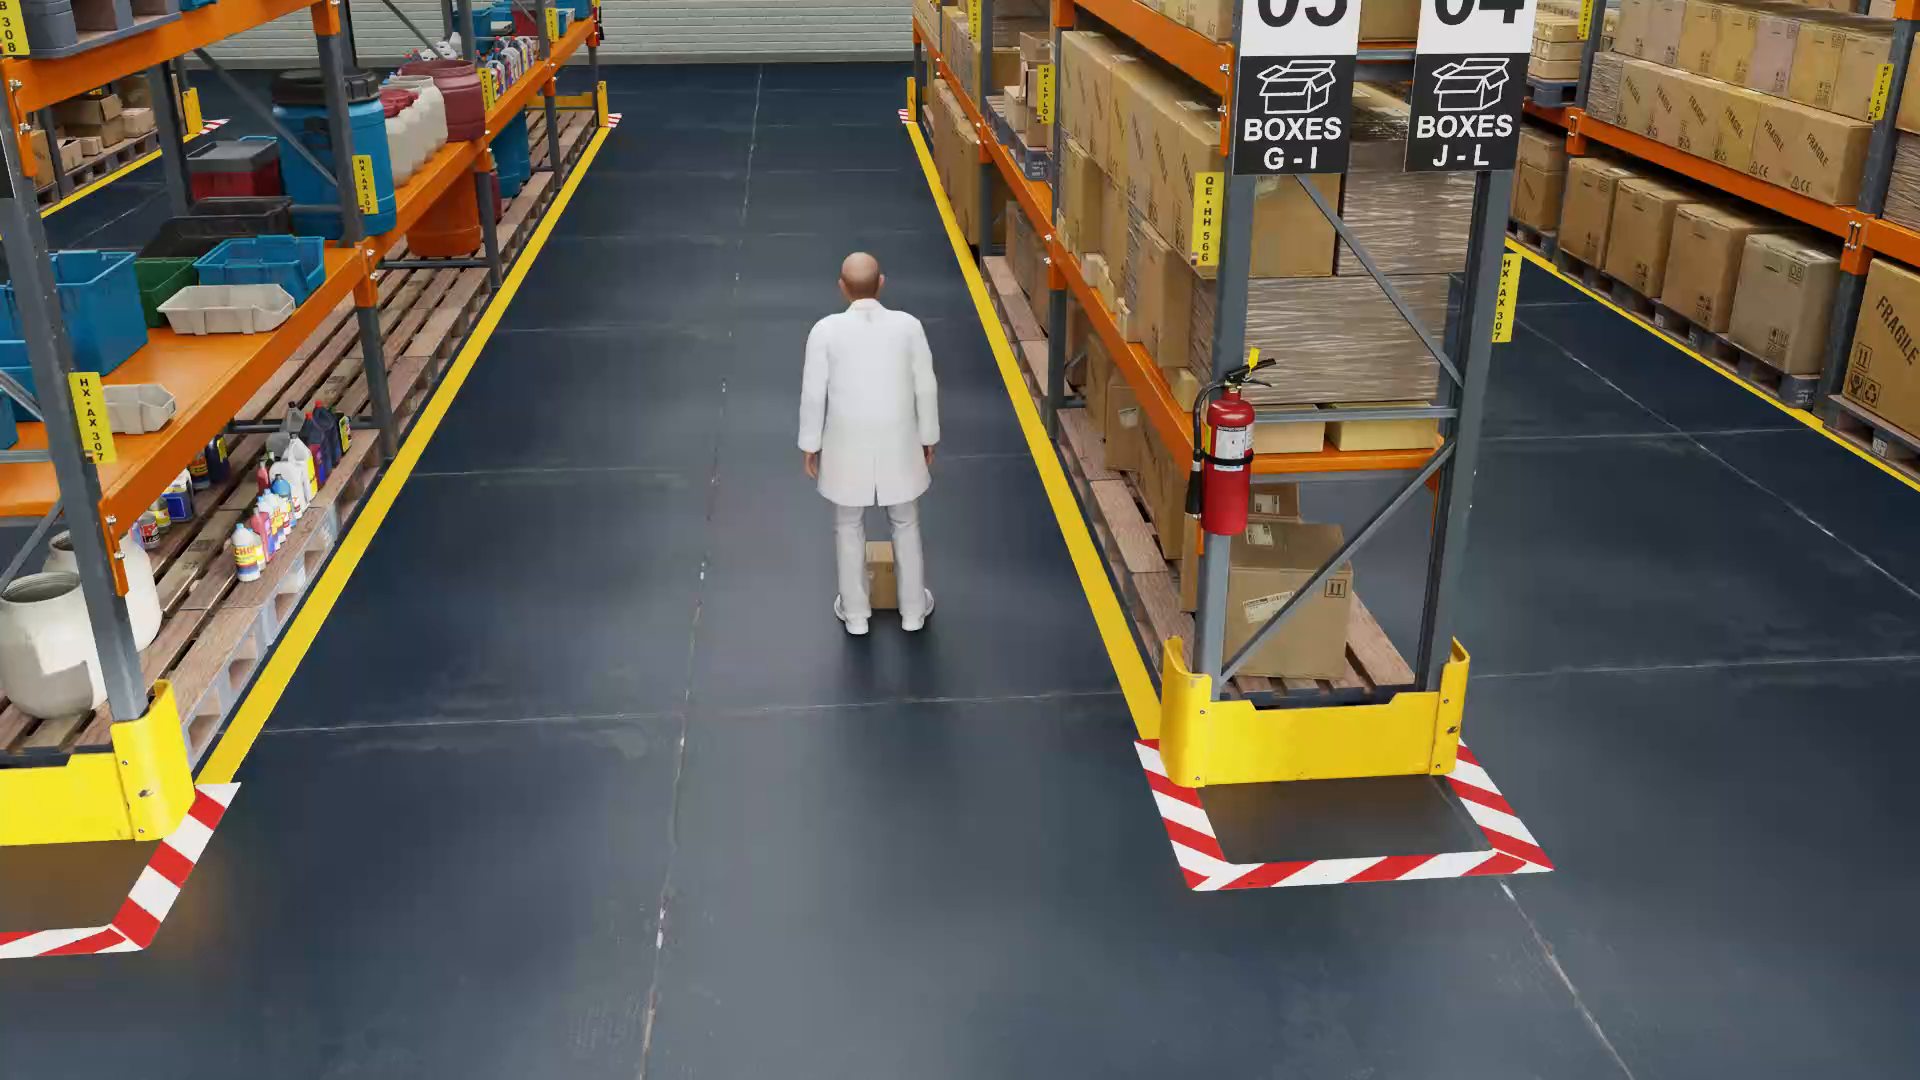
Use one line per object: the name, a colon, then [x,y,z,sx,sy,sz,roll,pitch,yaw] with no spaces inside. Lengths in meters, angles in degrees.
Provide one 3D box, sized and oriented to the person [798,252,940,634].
person: [-0.413,-0.430,7.610,0.655,1.775,0.419,-3,24,-8]
